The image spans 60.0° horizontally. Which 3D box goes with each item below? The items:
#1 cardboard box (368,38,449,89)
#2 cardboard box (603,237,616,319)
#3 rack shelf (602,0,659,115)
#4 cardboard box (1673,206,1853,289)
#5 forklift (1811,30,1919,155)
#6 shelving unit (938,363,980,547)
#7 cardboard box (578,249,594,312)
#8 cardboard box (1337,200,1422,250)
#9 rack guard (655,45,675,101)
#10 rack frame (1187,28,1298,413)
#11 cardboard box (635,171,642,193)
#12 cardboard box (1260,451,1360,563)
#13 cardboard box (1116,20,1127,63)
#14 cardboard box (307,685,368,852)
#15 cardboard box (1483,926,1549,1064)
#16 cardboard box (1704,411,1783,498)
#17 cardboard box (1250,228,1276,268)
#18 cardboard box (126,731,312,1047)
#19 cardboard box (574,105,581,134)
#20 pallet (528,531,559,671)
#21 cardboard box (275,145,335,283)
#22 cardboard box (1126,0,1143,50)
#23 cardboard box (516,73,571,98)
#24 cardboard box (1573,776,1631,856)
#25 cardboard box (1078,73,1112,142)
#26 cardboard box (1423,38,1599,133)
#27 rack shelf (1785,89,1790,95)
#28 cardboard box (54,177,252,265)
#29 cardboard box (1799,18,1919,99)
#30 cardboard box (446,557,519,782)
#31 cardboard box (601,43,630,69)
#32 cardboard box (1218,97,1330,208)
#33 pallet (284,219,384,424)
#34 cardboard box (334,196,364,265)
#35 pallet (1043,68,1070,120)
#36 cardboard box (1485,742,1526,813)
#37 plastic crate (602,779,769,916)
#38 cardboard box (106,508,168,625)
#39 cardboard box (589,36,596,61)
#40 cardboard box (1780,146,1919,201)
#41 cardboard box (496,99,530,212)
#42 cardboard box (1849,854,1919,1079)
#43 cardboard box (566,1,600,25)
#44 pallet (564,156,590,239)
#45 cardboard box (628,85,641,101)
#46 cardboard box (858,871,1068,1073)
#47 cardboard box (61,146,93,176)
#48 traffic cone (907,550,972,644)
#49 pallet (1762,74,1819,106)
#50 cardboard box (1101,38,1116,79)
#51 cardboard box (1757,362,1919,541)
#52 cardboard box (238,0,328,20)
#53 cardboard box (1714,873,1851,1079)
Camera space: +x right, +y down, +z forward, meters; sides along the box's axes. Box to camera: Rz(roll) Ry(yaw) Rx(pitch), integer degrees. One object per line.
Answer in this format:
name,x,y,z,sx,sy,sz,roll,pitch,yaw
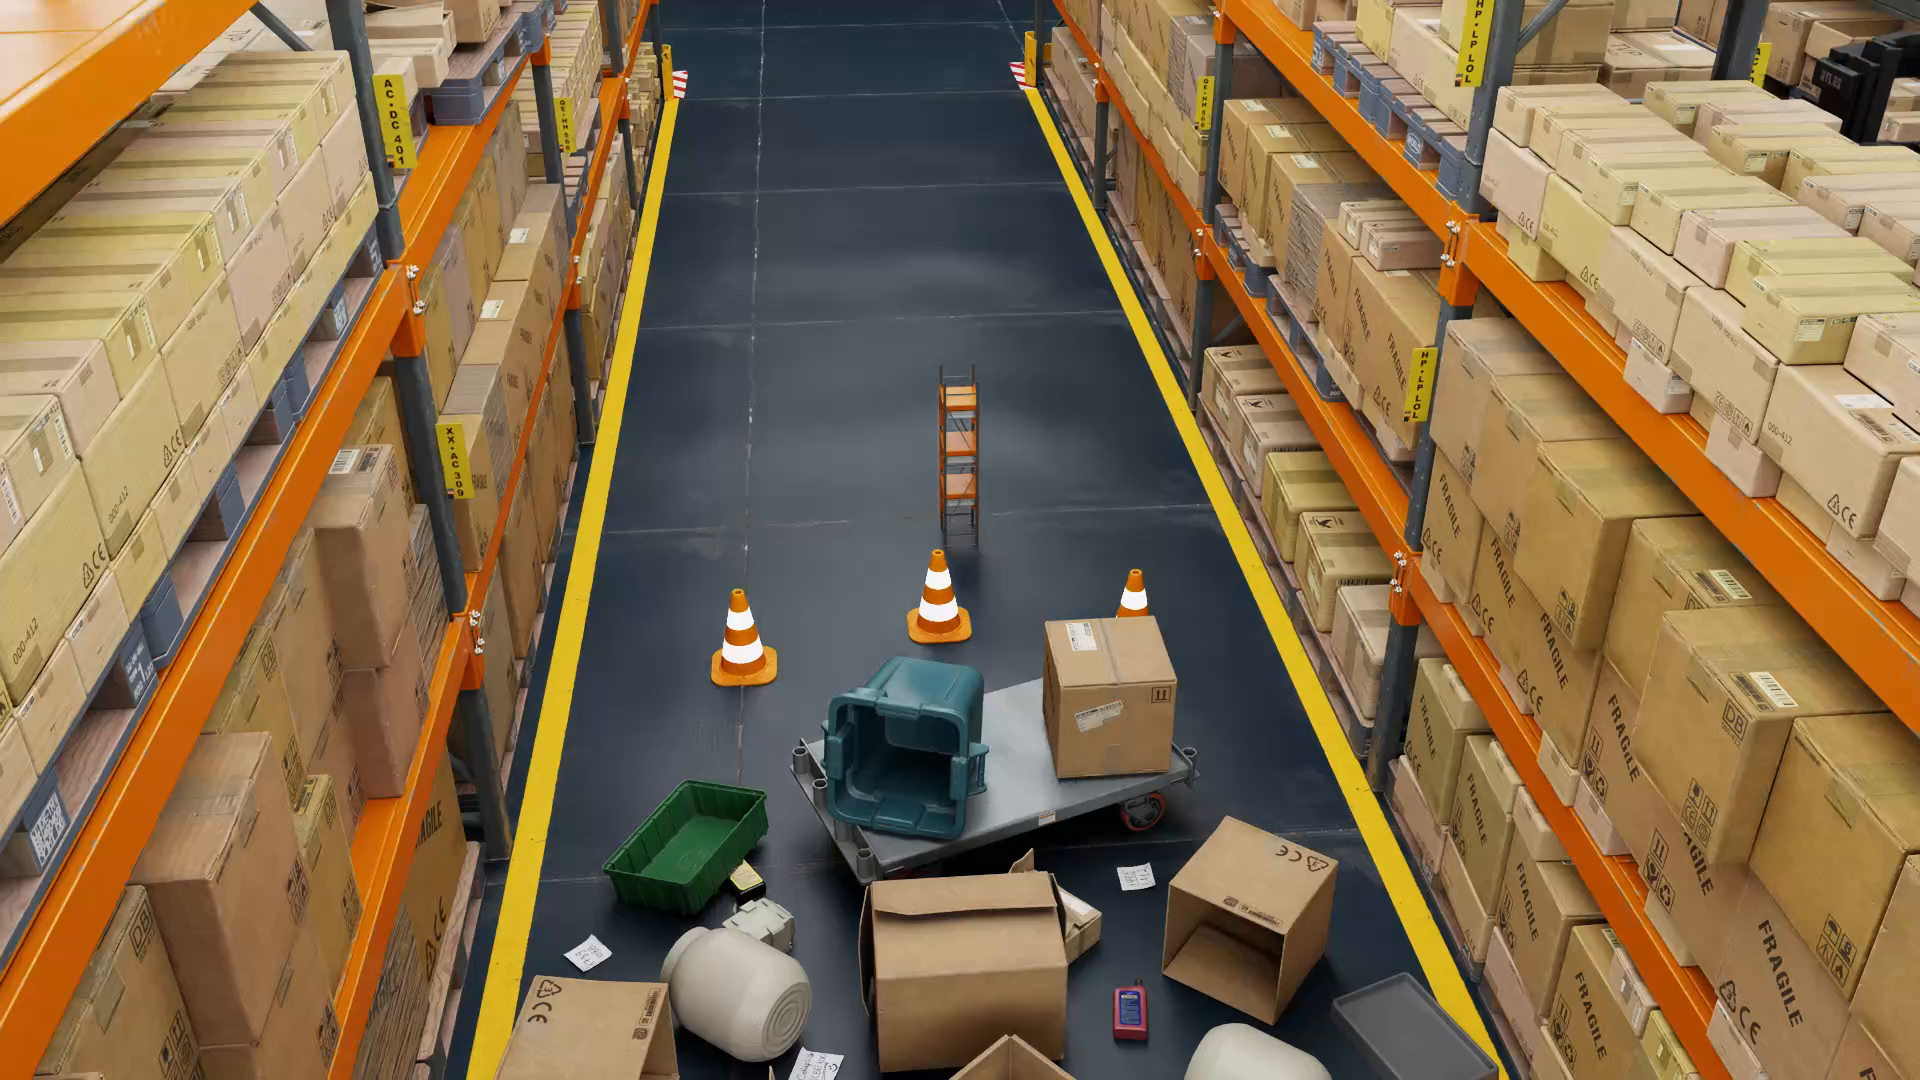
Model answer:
cardboard box,-2.371,-2.001,6.987,0.380,0.149,0.250,-3,31,-5
cardboard box,-2.788,-1.911,12.052,0.500,0.500,0.500,-4,31,-6
rack shelf,-3.433,-4.666,15.339,1.077,0.370,4.000,-3,31,-5
cardboard box,2.301,-0.842,4.777,0.380,0.149,0.250,-3,31,-5
forklift,4.851,-0.942,8.468,1.130,2.935,3.031,-3,31,-5
shelving unit,-0.005,-0.478,9.527,0.215,1.050,0.252,-3,31,-5
cardboard box,-2.696,-1.705,10.976,0.500,0.250,0.500,-4,31,-7
cardboard box,2.026,-1.503,7.911,0.380,0.149,0.250,-4,31,-7
rack guard,-3.613,-4.884,17.440,1.175,0.500,0.348,-3,31,-5
rack frame,2.046,-2.201,10.509,1.000,3.000,0.127,-3,31,-5
cardboard box,-2.960,-3.112,14.405,0.380,0.149,0.250,-4,31,-7
cardboard box,2.231,-0.200,9.313,0.950,0.372,0.625,-2,31,-3
cardboard box,1.510,-3.890,12.996,0.500,0.250,0.500,-2,31,-4
cardboard box,-2.445,0.815,5.315,0.875,0.550,0.550,-3,31,-5
cardboard box,2.320,1.699,6.253,0.500,0.250,0.500,-3,31,-5
cardboard box,2.294,-0.247,4.558,0.380,0.149,0.250,-3,31,-5
cardboard box,1.869,-1.669,9.455,0.380,0.149,0.250,-3,31,-4
cardboard box,-2.182,0.884,4.145,0.875,0.550,0.550,-3,31,-5
cardboard box,-2.839,-2.899,11.514,0.380,0.149,0.250,-2,31,-4
pallet,-2.763,0.313,9.021,1.003,0.211,1.213,-3,31,-5
cardboard box,-2.150,-0.947,4.834,0.500,0.250,0.500,-3,31,-5
cardboard box,1.547,-3.962,12.386,0.500,0.500,0.500,-3,31,-6
cardboard box,-2.820,-3.021,11.138,0.380,0.149,0.250,-1,31,-2
cardboard box,2.292,0.906,5.552,0.380,0.149,0.250,-3,31,-5
cardboard box,1.637,-4.106,15.788,0.875,0.438,0.875,-4,31,-6
cardboard box,2.221,-1.853,6.739,0.500,0.250,0.500,-3,31,-6
rack shelf,6.801,-3.153,12.805,1.077,0.370,4.000,-3,31,-5
cardboard box,-2.030,-0.799,4.198,0.380,0.149,0.250,-3,31,-5
cardboard box,6.651,-3.490,12.157,0.797,0.503,0.637,-3,31,-6
cardboard box,-2.646,0.603,7.599,1.050,0.750,0.750,-3,31,-5
cardboard box,-2.947,-4.007,13.778,0.380,0.149,0.250,-2,31,-3
cardboard box,1.858,-2.311,9.896,0.500,0.500,0.500,-4,31,-6
pallet,-2.433,-0.701,5.160,1.003,0.211,1.213,-3,31,-5
cardboard box,-2.123,-0.974,5.268,0.380,0.149,0.250,-2,31,-4
pallet,1.452,-4.683,17.385,1.003,0.211,1.213,-3,31,-5
cardboard box,2.208,0.884,6.252,0.380,0.149,0.250,-2,31,-3
plastic crate,-1.178,1.339,7.270,0.450,0.188,0.662,4,30,26
cardboard box,-1.933,0.063,3.532,0.380,0.149,0.250,-3,31,-4
cardboard box,-2.966,-3.699,12.564,0.380,0.149,0.250,-1,31,-2
cardboard box,2.858,-1.137,5.271,0.380,0.149,0.250,-2,31,-3
cardboard box,-2.841,-2.154,9.359,0.700,0.500,0.500,-3,31,-5
cardboard box,2.529,1.033,3.732,0.700,0.500,0.500,-3,31,-6
cardboard box,-3.014,-4.086,12.922,0.380,0.149,0.250,-1,31,-2
pallet,-3.045,-2.188,10.676,1.213,0.211,1.003,-3,31,-5
cardboard box,-3.193,-4.151,15.565,0.380,0.149,0.250,-3,31,-4
cardboard box,0.013,1.645,6.374,0.797,0.637,0.503,-3,31,-5
cardboard box,-2.755,-1.154,4.791,0.380,0.149,0.250,-3,31,-5
traffic cone,-0.112,0.264,8.856,0.336,0.463,0.334,-3,31,-5
pallet,6.802,-3.351,12.622,1.003,0.211,1.213,-3,31,-5
cardboard box,1.451,-3.941,13.569,0.500,0.250,0.500,-3,31,-6
cardboard box,2.379,-0.237,4.153,0.500,0.250,0.500,-2,31,-3
cardboard box,-2.882,-2.227,7.208,0.500,0.311,0.500,-4,31,-6
cardboard box,2.427,1.193,4.440,0.500,0.500,0.500,-3,31,-4
